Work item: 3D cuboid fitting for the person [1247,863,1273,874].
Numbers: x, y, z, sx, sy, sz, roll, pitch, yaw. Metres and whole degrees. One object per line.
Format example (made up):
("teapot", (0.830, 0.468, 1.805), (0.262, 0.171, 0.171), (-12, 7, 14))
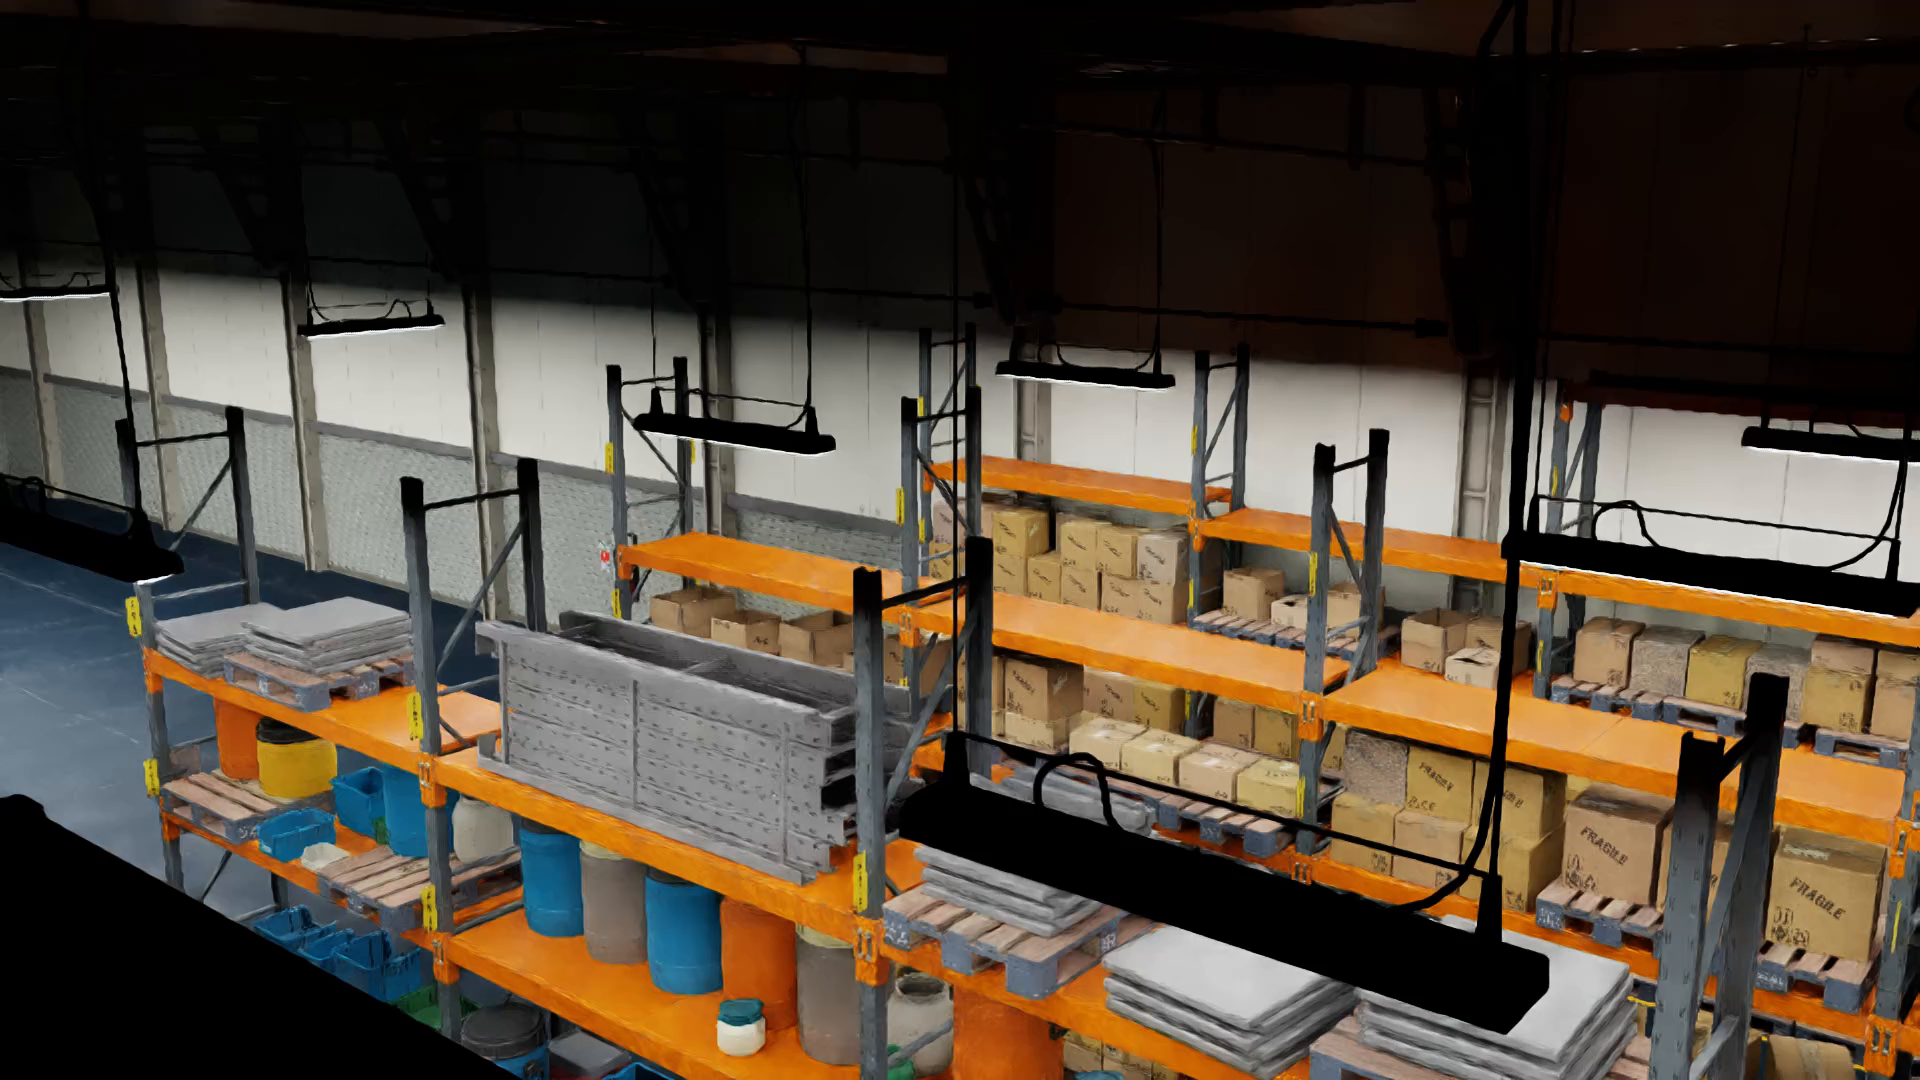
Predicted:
("person", (2.788, 3.822, 15.614), (1.066, 1.584, 0.489), (9, 16, 36))
